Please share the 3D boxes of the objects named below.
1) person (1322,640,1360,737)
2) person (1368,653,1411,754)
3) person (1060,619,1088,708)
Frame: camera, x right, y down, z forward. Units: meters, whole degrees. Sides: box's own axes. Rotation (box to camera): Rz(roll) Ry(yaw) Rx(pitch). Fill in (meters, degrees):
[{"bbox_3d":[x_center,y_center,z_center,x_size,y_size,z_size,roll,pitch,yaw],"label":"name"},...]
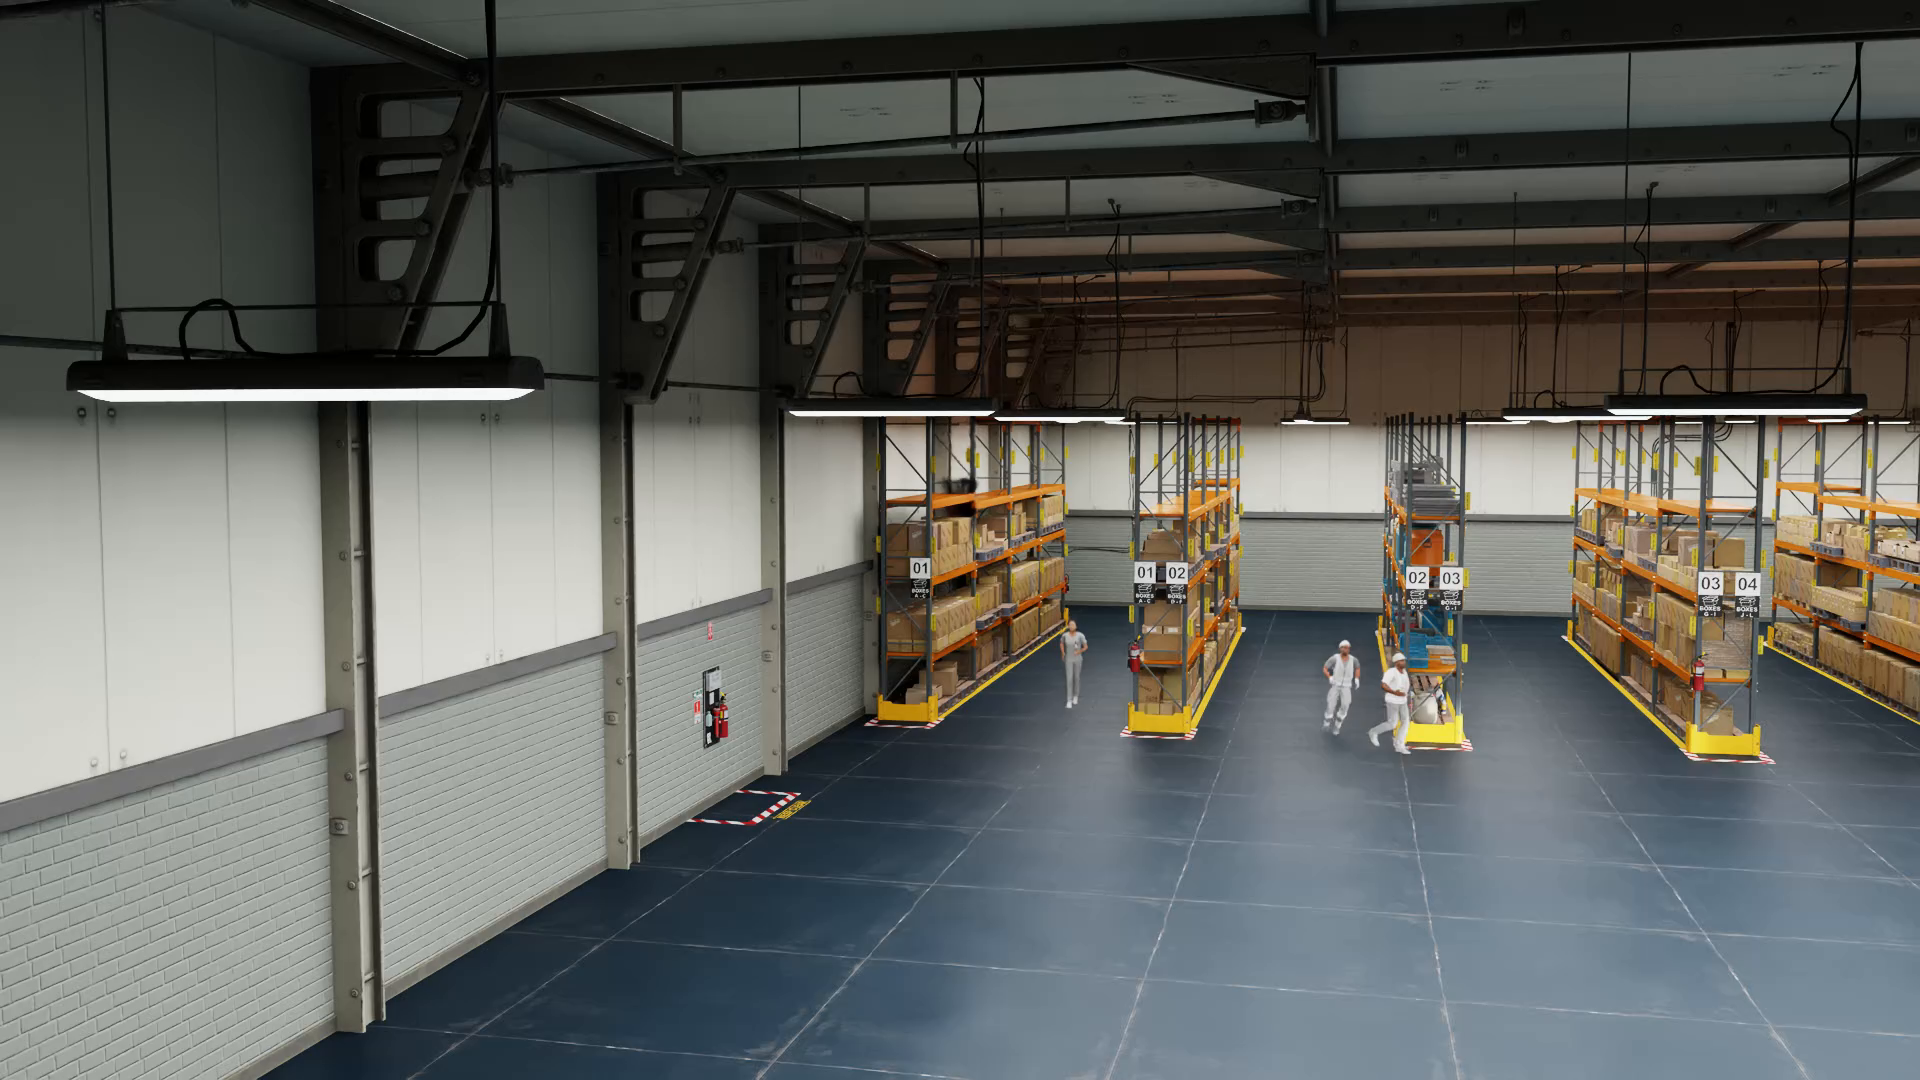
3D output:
[{"bbox_3d":[7.116,2.754,31.000,0.718,1.780,0.674,0,4,5],"label":"person"},{"bbox_3d":[7.684,2.868,29.404,0.710,1.756,0.833,-3,5,-39],"label":"person"},{"bbox_3d":[2.227,2.396,32.573,0.556,1.711,0.790,1,4,8],"label":"person"}]
